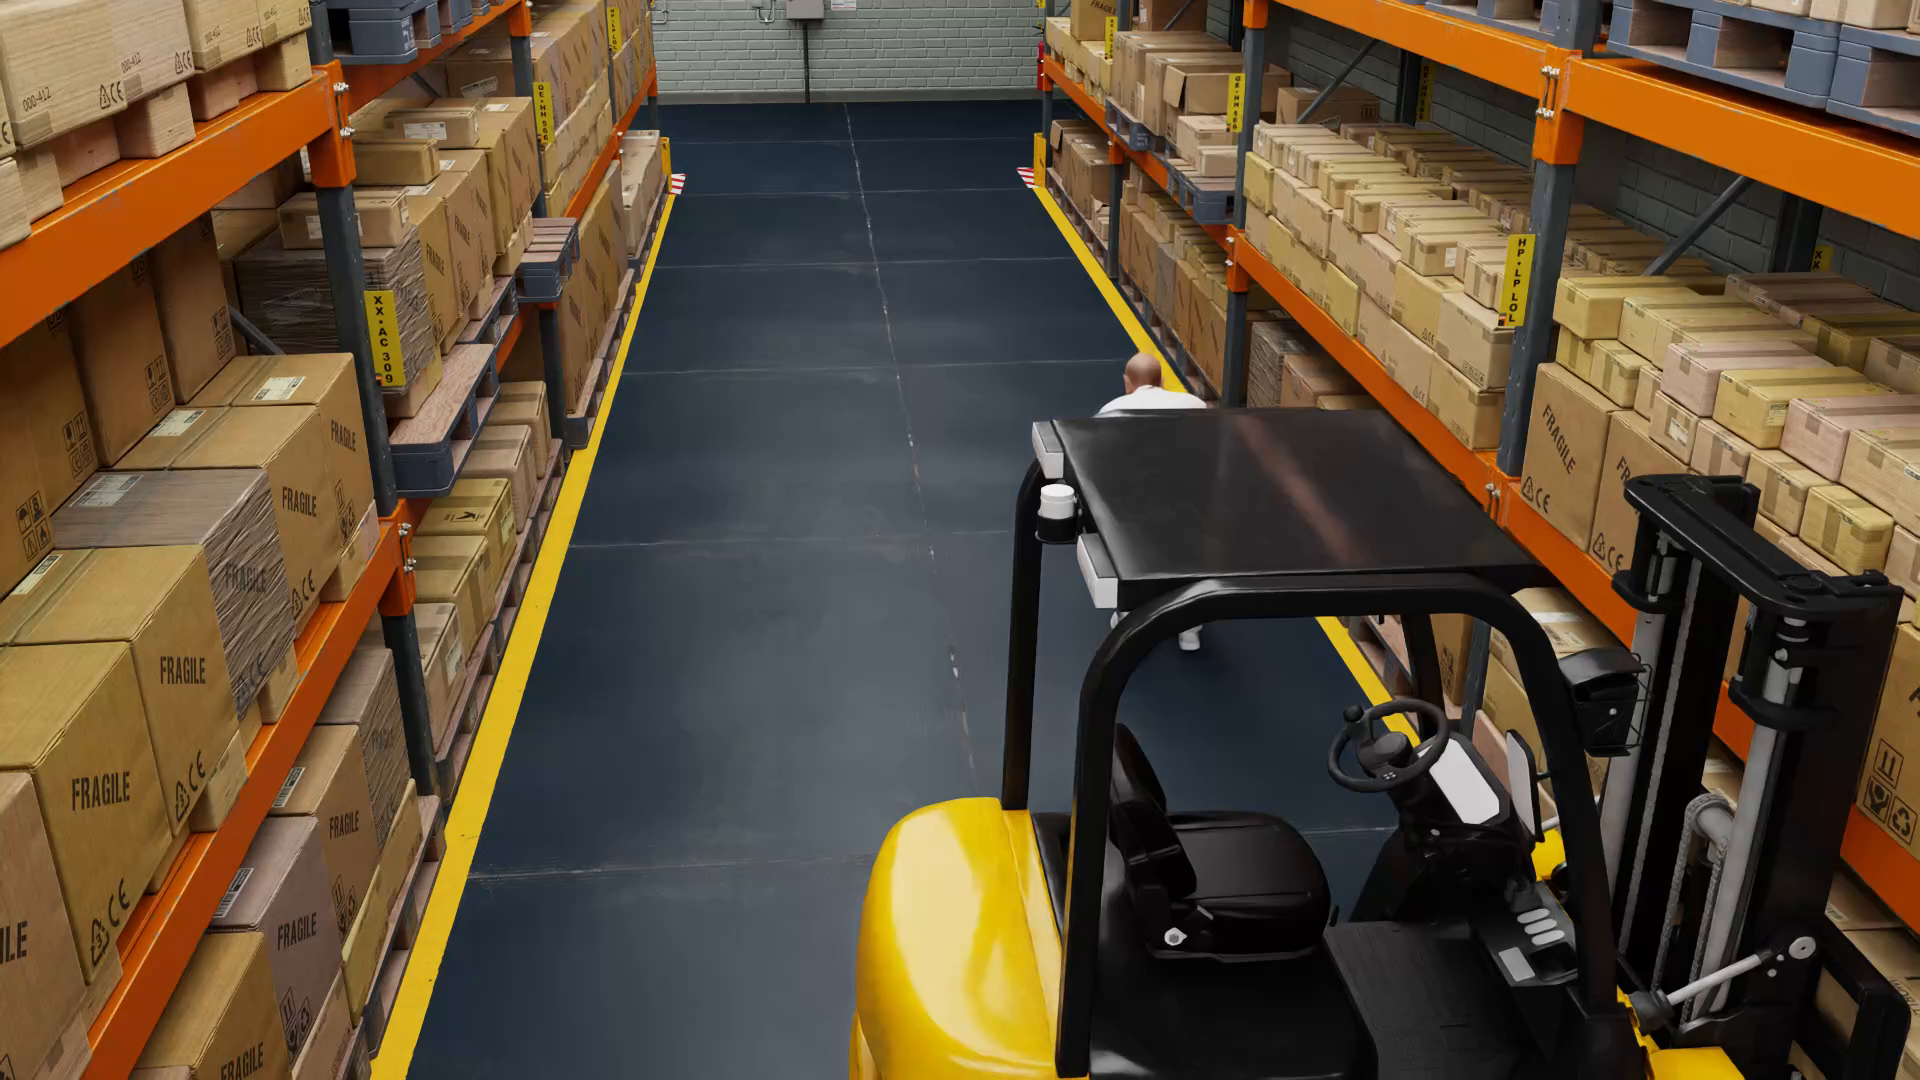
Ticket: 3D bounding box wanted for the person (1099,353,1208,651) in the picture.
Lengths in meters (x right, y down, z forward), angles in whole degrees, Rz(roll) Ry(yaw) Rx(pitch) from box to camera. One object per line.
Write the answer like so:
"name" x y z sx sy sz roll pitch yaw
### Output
"person" 0.889 -0.152 7.611 0.632 1.271 0.787 -2 23 -5
